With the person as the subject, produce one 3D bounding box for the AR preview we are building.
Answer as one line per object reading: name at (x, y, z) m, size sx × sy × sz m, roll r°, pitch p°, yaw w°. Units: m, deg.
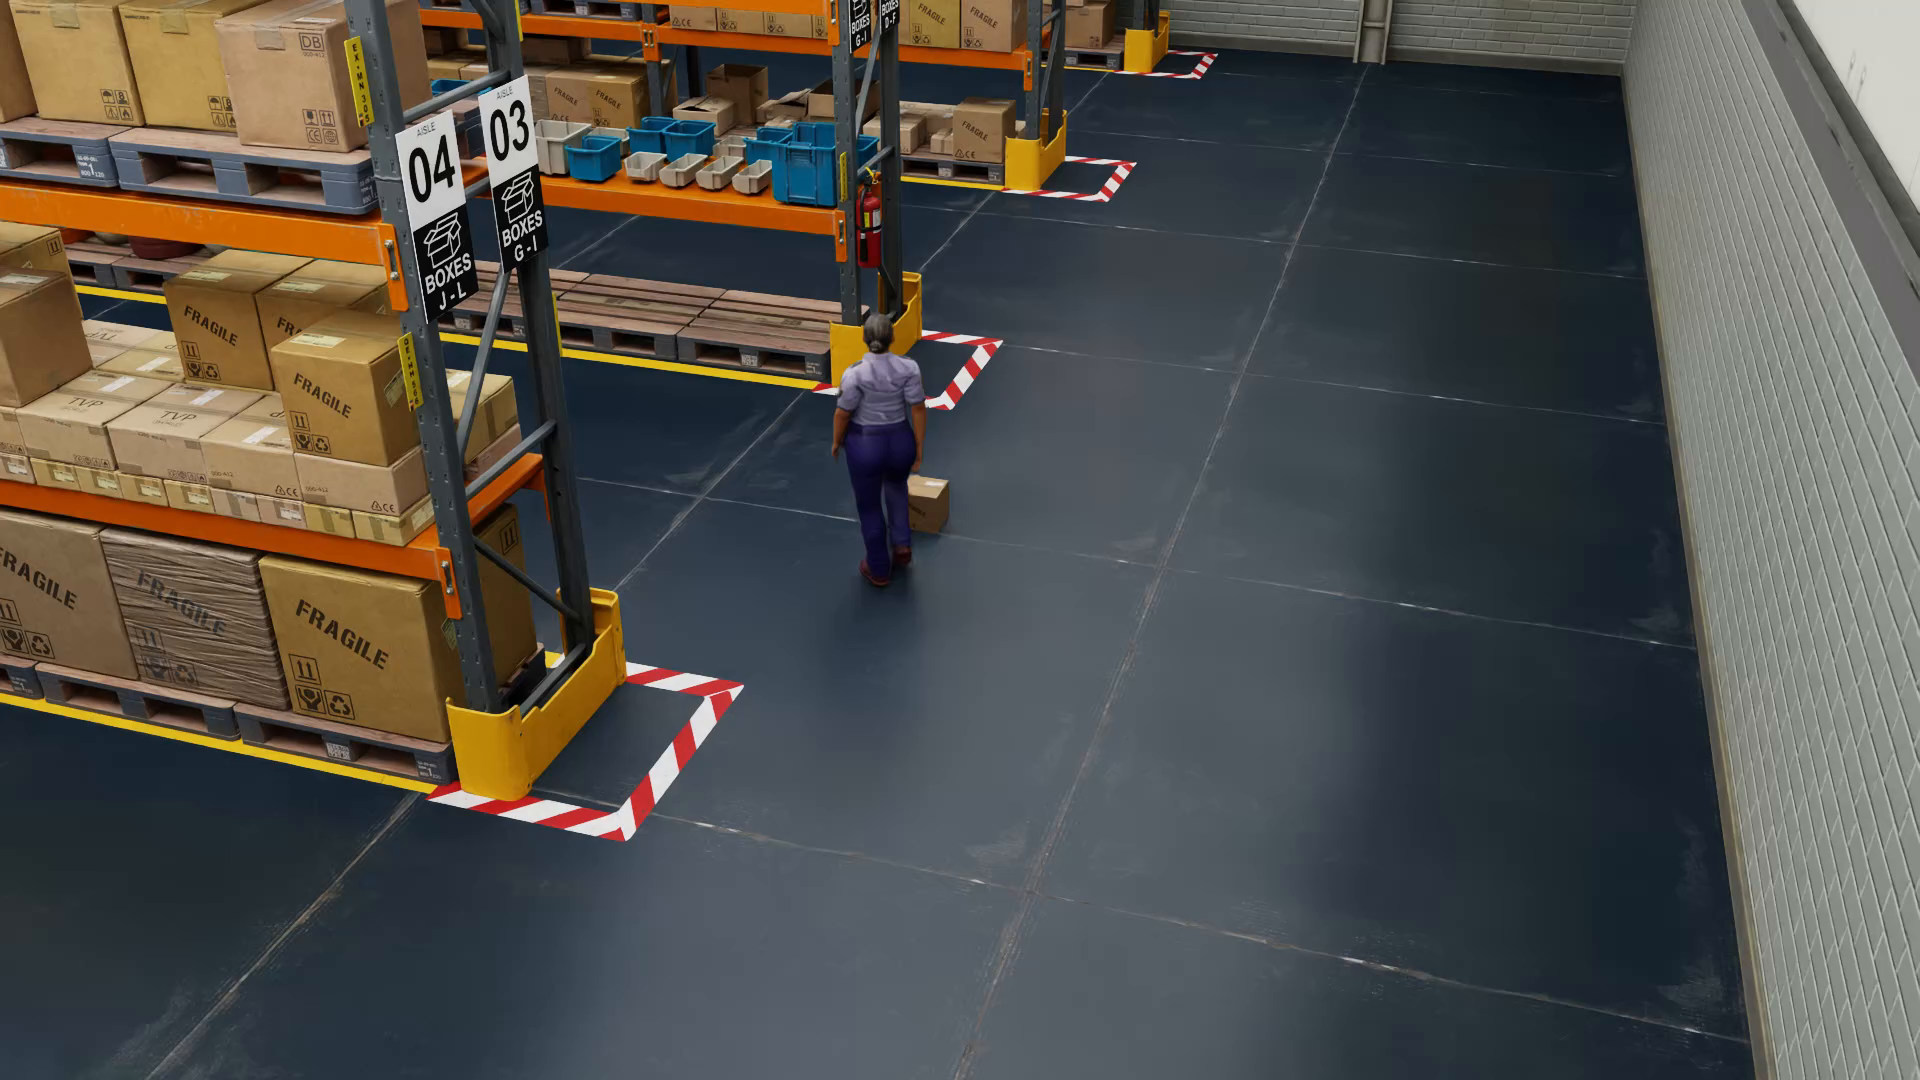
person at (-0.472, -0.516, 9.433) m, size 0.492 × 1.659 × 0.450 m, roll -12°, pitch 32°, yaw -21°
